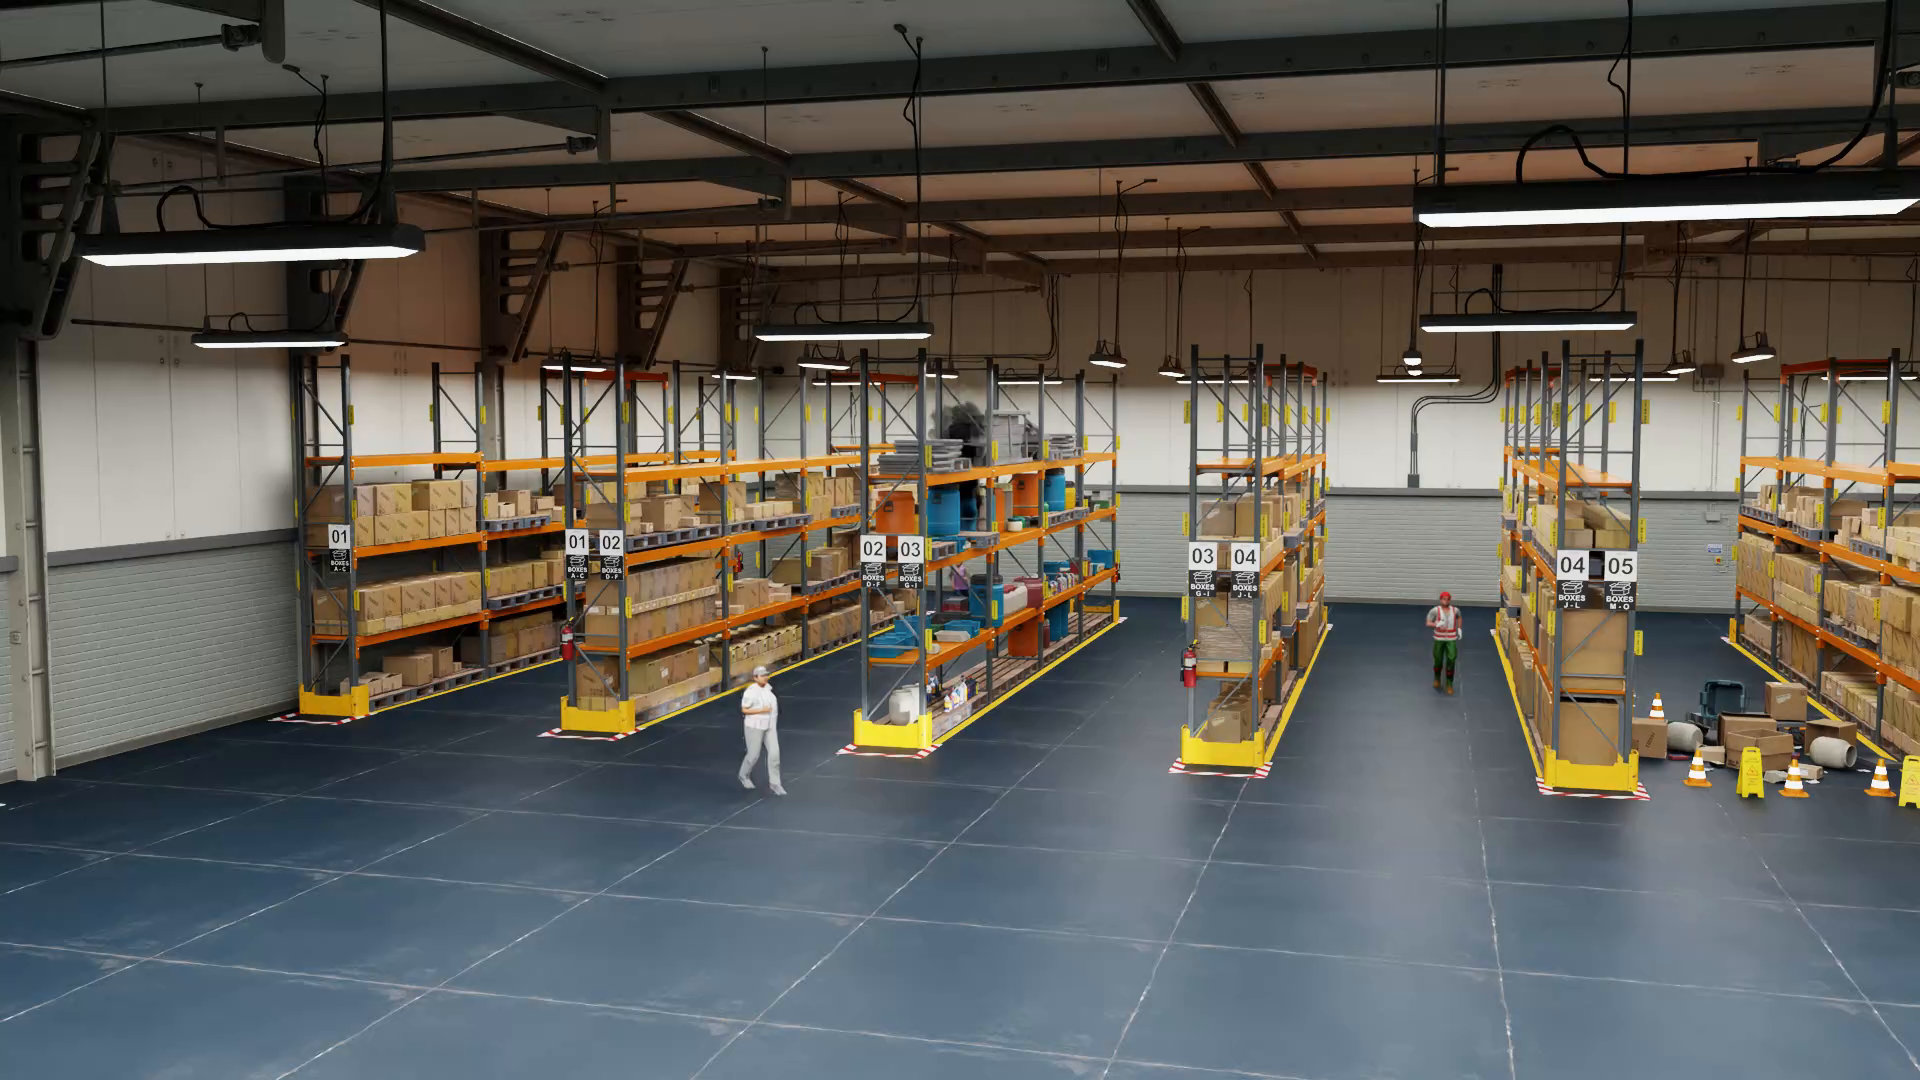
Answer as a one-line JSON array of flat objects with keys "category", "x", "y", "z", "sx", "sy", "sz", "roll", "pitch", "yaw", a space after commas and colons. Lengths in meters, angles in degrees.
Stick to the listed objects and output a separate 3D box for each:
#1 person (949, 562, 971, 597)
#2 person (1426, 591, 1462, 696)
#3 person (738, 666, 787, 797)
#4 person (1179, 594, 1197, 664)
[{"category": "person", "x": -0.003, "y": 1.204, "z": 40.122, "sx": 0.550, "sy": 1.604, "sz": 0.754, "roll": 0, "pitch": 4, "yaw": 2}, {"category": "person", "x": 8.753, "y": 1.840, "z": 30.094, "sx": 0.661, "sy": 1.846, "sz": 0.836, "roll": 1, "pitch": 4, "yaw": 8}, {"category": "person", "x": -2.645, "y": 2.514, "z": 22.028, "sx": 0.604, "sy": 1.698, "sz": 0.806, "roll": -4, "pitch": 6, "yaw": -44}, {"category": "person", "x": 4.668, "y": 1.667, "z": 32.932, "sx": 0.685, "sy": 1.735, "sz": 0.667, "roll": 1, "pitch": 4, "yaw": 15}]
